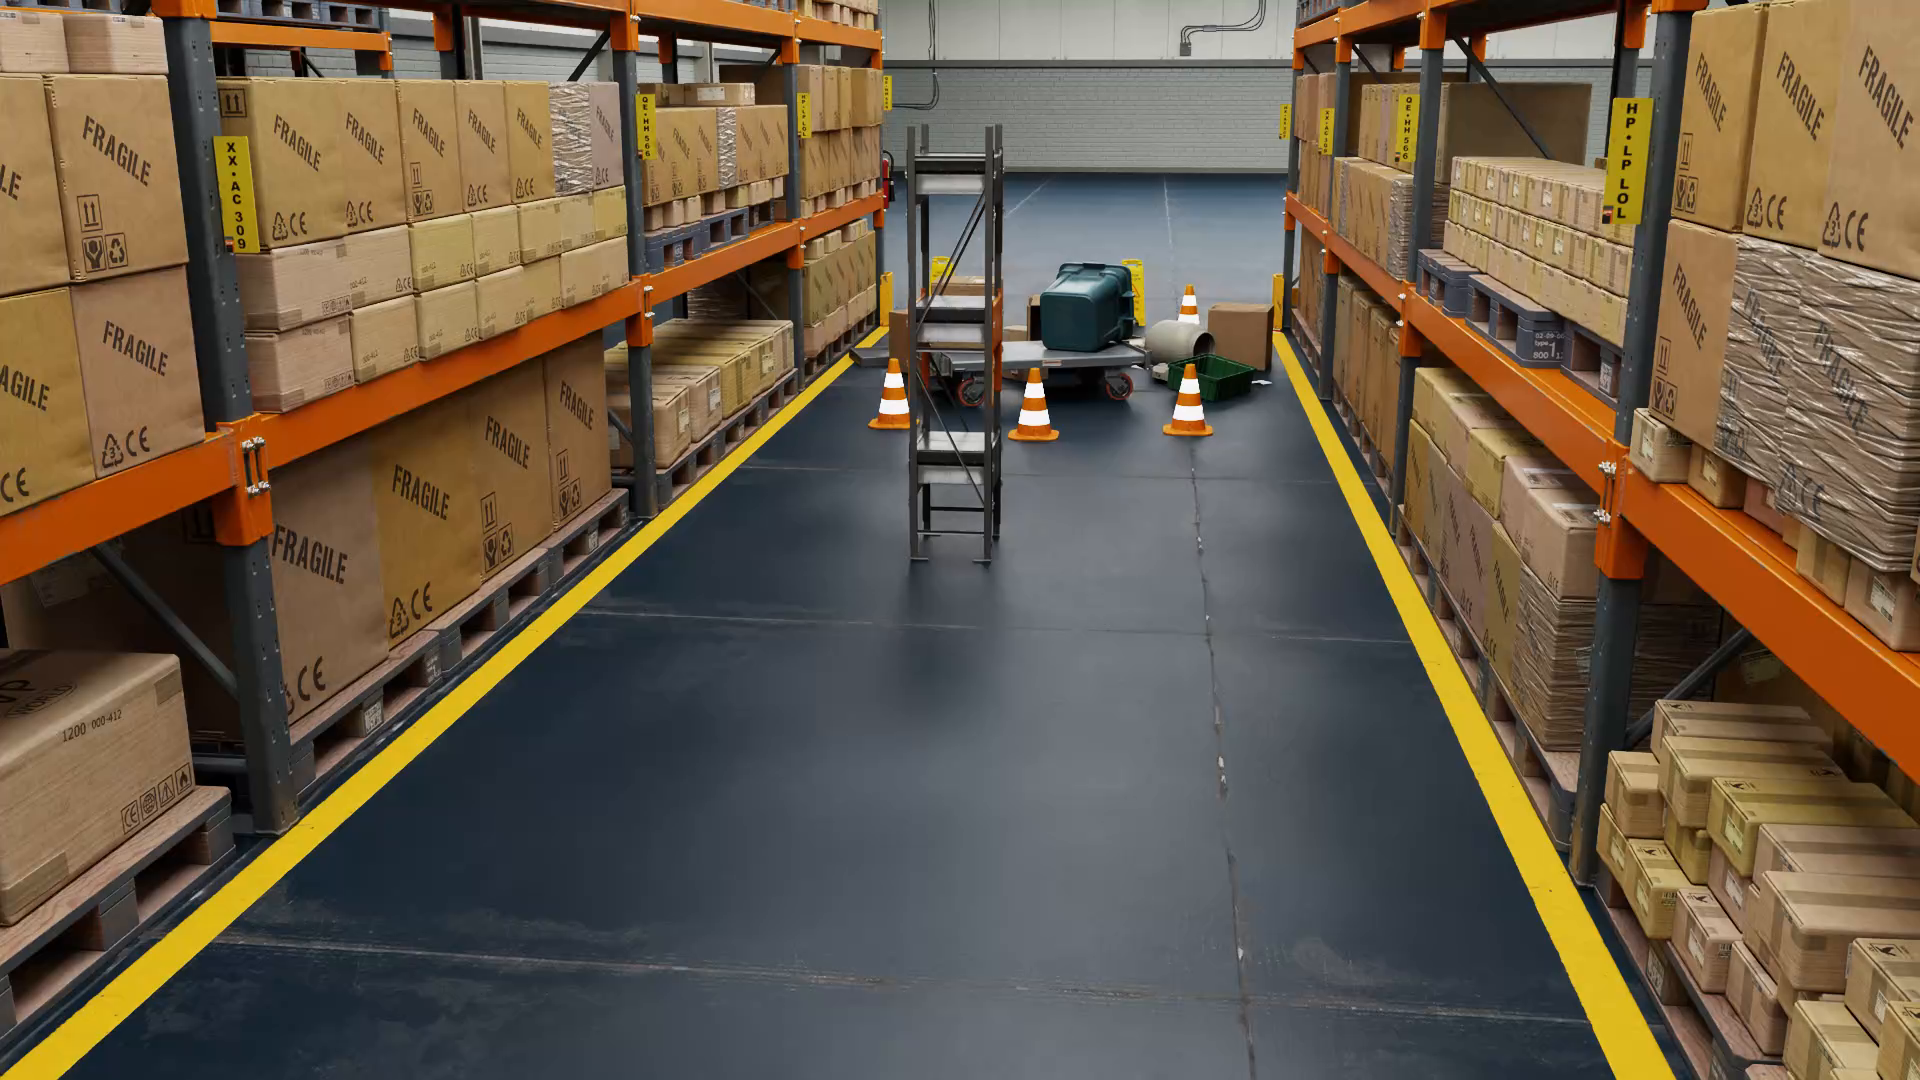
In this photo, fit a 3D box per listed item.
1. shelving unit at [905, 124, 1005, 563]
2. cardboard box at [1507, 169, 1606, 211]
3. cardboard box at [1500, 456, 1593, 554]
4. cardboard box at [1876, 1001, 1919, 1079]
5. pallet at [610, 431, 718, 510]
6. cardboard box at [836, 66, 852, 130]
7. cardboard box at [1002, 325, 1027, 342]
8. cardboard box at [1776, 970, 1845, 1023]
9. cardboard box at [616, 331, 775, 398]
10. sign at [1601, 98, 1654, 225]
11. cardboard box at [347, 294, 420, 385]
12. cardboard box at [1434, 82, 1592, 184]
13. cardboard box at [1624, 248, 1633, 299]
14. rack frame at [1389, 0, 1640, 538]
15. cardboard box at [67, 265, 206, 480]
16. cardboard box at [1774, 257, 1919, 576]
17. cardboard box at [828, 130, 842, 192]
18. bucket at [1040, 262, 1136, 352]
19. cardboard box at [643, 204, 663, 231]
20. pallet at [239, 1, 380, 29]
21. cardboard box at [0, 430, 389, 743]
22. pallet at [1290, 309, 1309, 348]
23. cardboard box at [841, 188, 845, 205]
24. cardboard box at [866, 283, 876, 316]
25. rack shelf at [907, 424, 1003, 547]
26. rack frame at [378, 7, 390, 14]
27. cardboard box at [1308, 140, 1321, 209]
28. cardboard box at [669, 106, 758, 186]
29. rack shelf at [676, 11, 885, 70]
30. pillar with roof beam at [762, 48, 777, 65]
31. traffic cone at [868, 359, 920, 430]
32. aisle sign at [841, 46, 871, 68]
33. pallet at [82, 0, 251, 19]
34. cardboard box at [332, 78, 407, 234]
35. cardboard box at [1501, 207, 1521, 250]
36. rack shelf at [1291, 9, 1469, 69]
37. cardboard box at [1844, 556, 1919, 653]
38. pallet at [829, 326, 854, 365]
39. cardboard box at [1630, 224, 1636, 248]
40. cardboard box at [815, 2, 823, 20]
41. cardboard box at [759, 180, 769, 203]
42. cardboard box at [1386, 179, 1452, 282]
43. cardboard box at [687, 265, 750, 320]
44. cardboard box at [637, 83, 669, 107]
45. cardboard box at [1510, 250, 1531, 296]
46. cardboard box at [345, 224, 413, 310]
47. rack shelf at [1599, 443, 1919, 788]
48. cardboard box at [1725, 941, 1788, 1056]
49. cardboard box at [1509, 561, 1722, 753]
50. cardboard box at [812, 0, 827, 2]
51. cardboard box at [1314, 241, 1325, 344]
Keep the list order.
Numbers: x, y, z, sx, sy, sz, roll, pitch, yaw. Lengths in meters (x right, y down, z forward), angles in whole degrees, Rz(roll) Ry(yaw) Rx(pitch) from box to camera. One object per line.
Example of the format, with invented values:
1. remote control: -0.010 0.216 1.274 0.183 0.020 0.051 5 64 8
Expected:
1. shelving unit: -0.019 -0.971 8.229 0.431 2.100 0.503 2 15 6
2. cardboard box: 2.374 -1.376 6.540 0.380 0.149 0.250 2 15 8
3. cardboard box: 2.218 -0.116 5.894 0.500 0.250 0.500 2 15 9
4. cardboard box: 1.867 0.949 2.922 0.380 0.149 0.250 2 15 7
5. pallet: -2.075 -0.438 9.879 1.003 0.211 1.213 2 15 6
6. cardboard box: -1.285 -3.663 13.784 0.700 0.500 0.500 1 15 5
7. cardboard box: 0.597 -1.881 15.334 0.380 0.149 0.250 11 19 35
8. cardboard box: 1.936 0.963 3.442 0.380 0.149 0.250 2 15 9
9. cardboard box: -1.848 -1.231 11.697 0.950 0.372 0.625 3 15 10
10. sign: 1.762 -0.999 4.392 0.100 0.325 0.005 2 15 6
11. cardboard box: -2.247 -0.713 5.838 0.500 0.250 0.500 1 15 5
12. cardboard box: 2.826 -2.109 8.609 0.700 0.500 0.500 2 15 6
13. cardboard box: 2.163 -0.759 4.829 0.380 0.149 0.250 2 15 8
14. rack frame: 2.765 -1.462 8.323 1.000 3.000 0.127 2 15 6
15. cardboard box: -2.414 -0.465 4.443 0.500 0.500 0.500 2 15 7
16. cardboard box: 1.866 -0.238 3.032 0.500 0.500 0.500 1 15 5
17. cardboard box: -1.283 -3.178 13.906 0.500 0.500 0.500 2 15 6
18. bucket: 0.941 -1.756 12.770 0.726 0.611 0.620 7 27 25
19. cardboard box: -1.878 -1.814 9.302 0.380 0.149 0.250 1 15 3
20. pallet: -6.300 -5.025 15.920 1.003 0.211 1.213 2 15 6
21. cardboard box: -2.625 0.115 5.755 0.875 0.875 0.875 2 15 8
22. pallet: 3.655 -1.981 15.585 1.003 0.211 1.213 2 15 6
23. cardboard box: -1.205 -2.968 14.373 0.380 0.149 0.250 2 15 6
24. cardboard box: -1.088 -2.308 15.915 0.500 0.250 0.500 2 15 6
25. rack shelf: -0.019 -0.282 8.415 0.431 0.518 0.480 2 15 6
26. rack frame: -6.194 -6.698 16.193 1.000 3.000 0.127 2 15 6
27. cardboard box: 3.424 -3.088 14.050 0.875 0.550 0.500 2 15 6
28. cardboard box: -1.656 -2.625 11.057 0.500 0.500 0.500 2 15 8
29. rack shelf: -1.487 -4.239 14.223 1.077 0.370 4.000 2 15 6
30. pillar with roof beam: -0.183 -12.642 38.174 9.100 9.000 0.400 2 15 6
31. traffic cone: -0.462 -1.032 11.591 0.336 0.463 0.334 2 15 6
32. aisle sign: -0.967 -4.919 16.127 0.394 0.787 0.004 2 15 6
33. pallet: -6.575 -4.392 13.580 1.003 0.211 1.213 2 15 6
34. cardboard box: -2.251 -1.314 5.667 0.500 0.500 0.500 2 15 6
35. cardboard box: 2.367 -1.234 6.585 0.380 0.149 0.250 2 15 6
36. rack shelf: 3.442 -4.119 13.781 1.077 0.370 4.000 2 15 6
37. cardboard box: 1.857 0.103 3.015 0.380 0.149 0.250 2 15 9
38. pallet: -1.537 -1.766 14.788 1.003 0.211 1.213 2 15 6
39. cardboard box: 2.165 -0.903 4.793 0.380 0.149 0.250 2 15 9
40. cardboard box: -1.322 -4.286 13.501 0.380 0.149 0.250 1 15 5
41. cardboard box: -1.538 -2.423 11.554 0.380 0.149 0.250 1 15 5
42. cardboard box: 2.549 -1.635 8.771 0.500 0.500 0.500 2 15 6
43. cardboard box: -1.913 -2.018 13.405 0.500 0.500 0.500 1 15 5
44. cardboard box: -2.138 -2.931 10.945 0.380 0.149 0.250 3 15 9
45. cardboard box: 2.336 -1.022 6.373 0.380 0.149 0.250 1 15 4
46. cardboard box: -2.255 -0.955 5.778 0.500 0.250 0.500 2 15 7
47. rack shelf: 2.088 0.441 2.662 1.077 0.370 4.000 2 15 6
48. cardboard box: 1.968 1.036 3.741 0.380 0.149 0.250 1 15 5
49. cardboard box: 2.147 0.380 5.495 0.500 0.500 0.500 1 15 5
50. cardboard box: -1.342 -4.379 13.079 0.500 0.250 0.500 2 15 6
51. cardboard box: 3.455 -2.072 13.843 0.875 0.875 0.875 2 15 7
